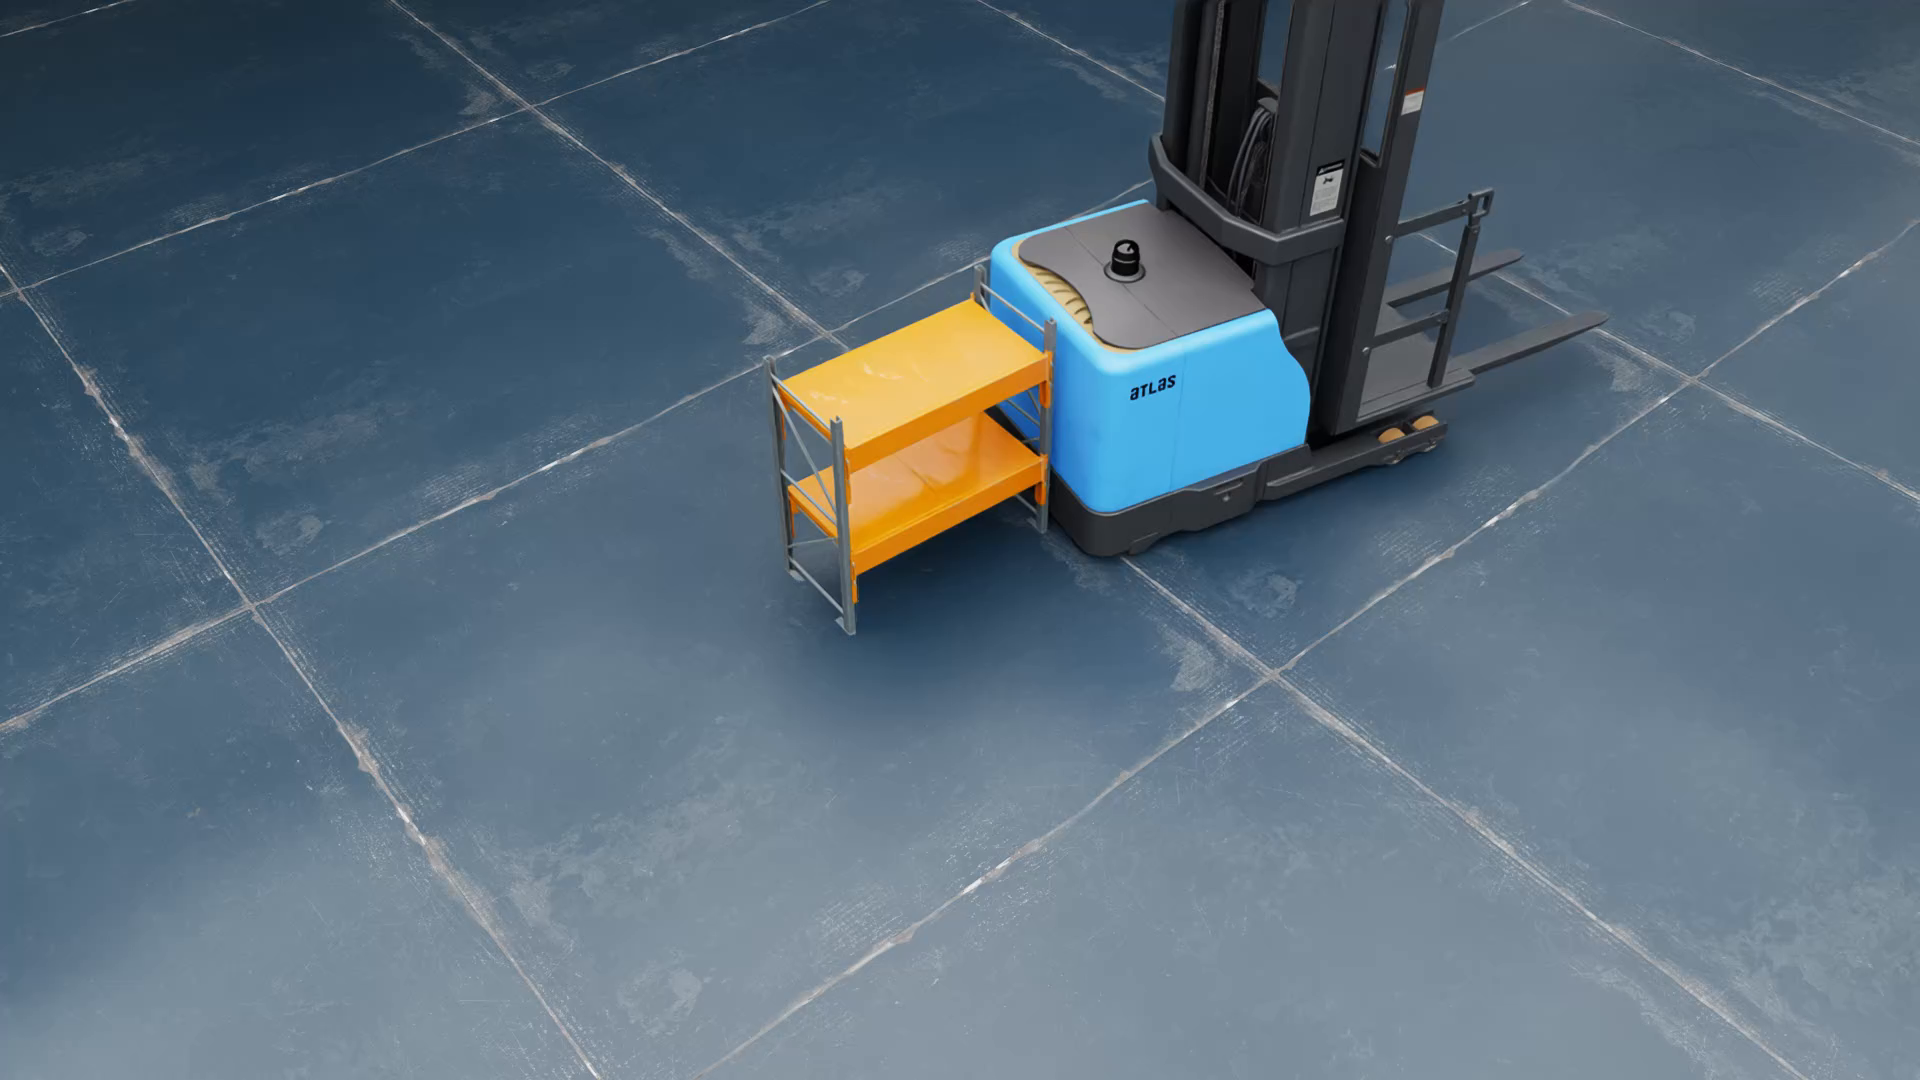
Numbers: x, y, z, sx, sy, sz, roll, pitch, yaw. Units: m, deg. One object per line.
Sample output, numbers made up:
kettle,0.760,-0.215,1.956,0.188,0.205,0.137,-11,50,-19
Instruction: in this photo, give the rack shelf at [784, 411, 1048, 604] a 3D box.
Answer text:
rack shelf,-0.185,-0.189,6.987,1.000,0.278,0.538,-27,50,-26

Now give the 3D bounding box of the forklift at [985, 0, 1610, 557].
forklift,1.664,-1.716,6.936,3.031,2.935,1.130,-20,47,-20

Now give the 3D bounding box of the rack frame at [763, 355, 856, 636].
rack frame,-0.590,-0.157,6.596,0.032,1.125,0.500,-27,50,-26

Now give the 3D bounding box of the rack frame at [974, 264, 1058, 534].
rack frame,0.220,-0.577,7.043,0.032,1.125,0.500,-27,50,-26

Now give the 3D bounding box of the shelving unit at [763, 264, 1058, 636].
shelving unit,-0.185,-0.367,6.819,1.048,1.125,0.538,-27,50,-26

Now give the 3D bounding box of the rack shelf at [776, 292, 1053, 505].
rack shelf,-0.185,-0.581,6.619,1.000,0.278,0.538,-27,50,-26
